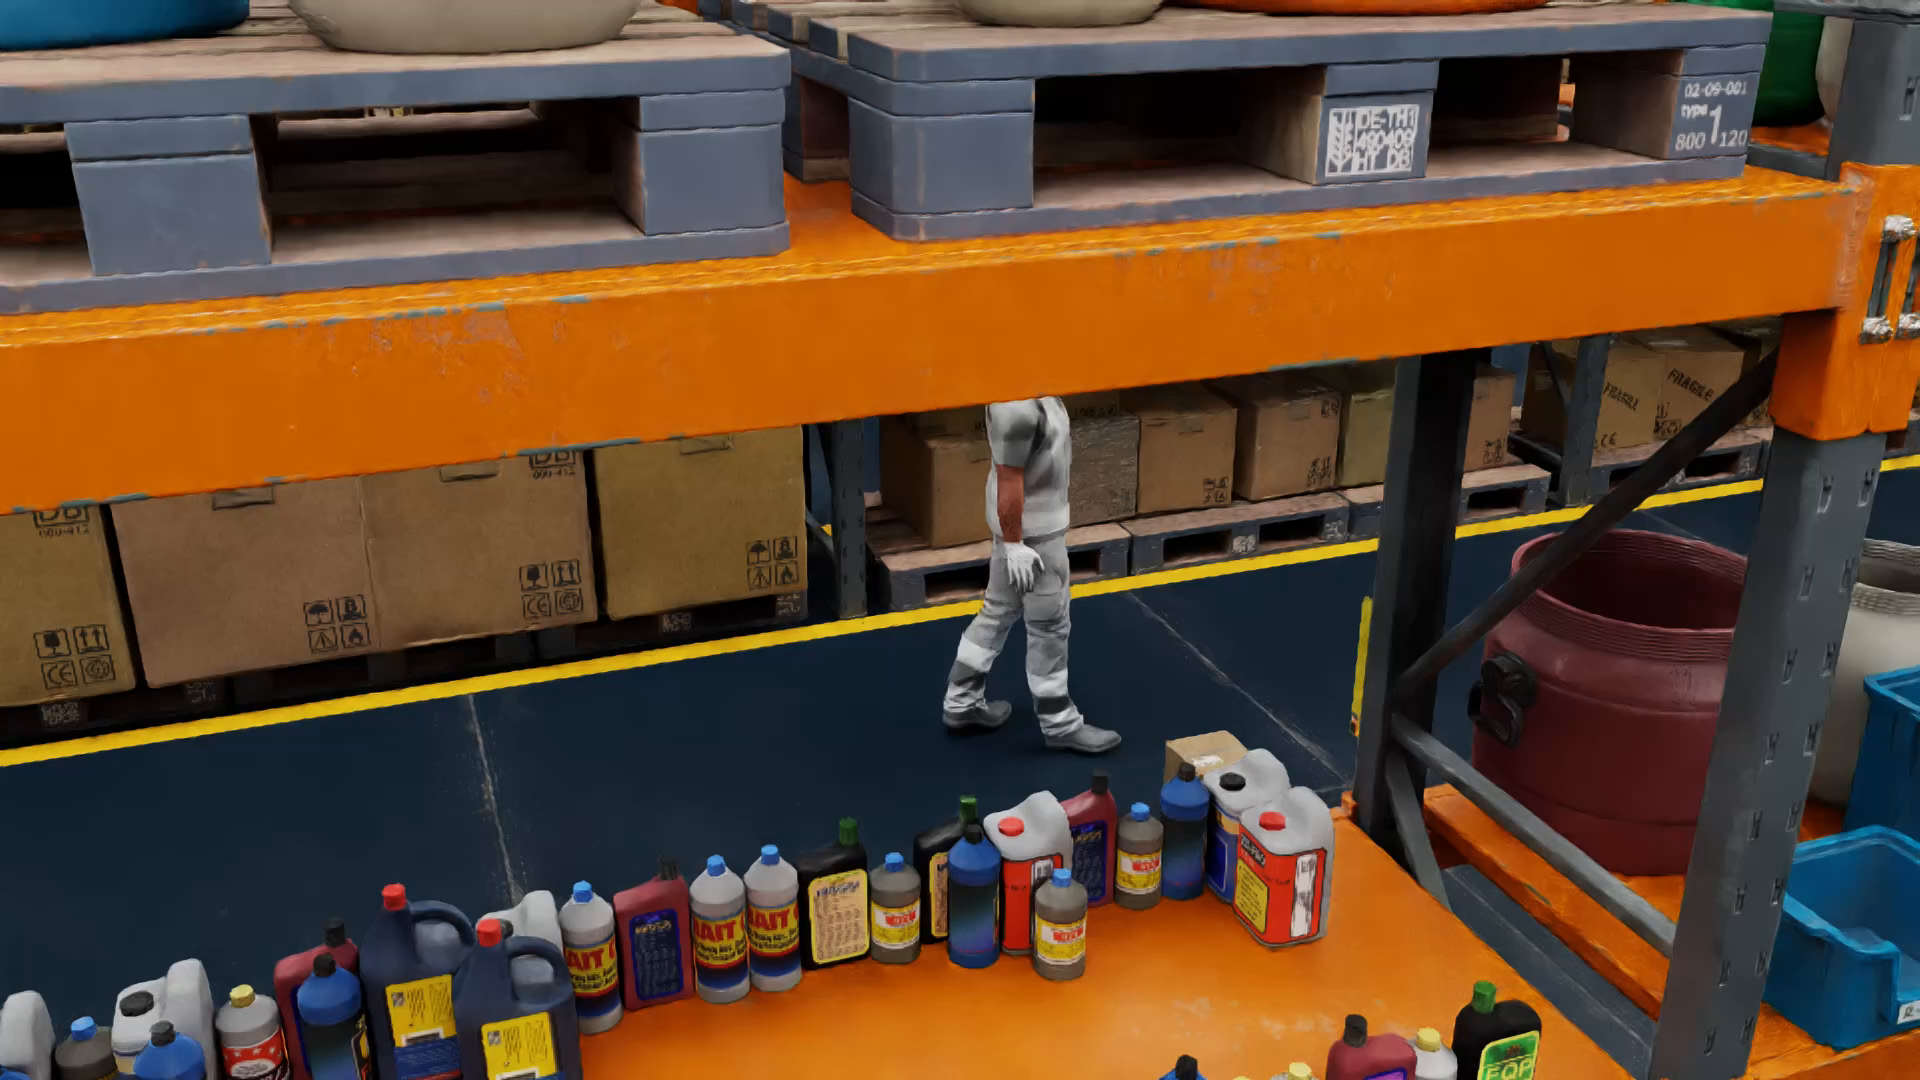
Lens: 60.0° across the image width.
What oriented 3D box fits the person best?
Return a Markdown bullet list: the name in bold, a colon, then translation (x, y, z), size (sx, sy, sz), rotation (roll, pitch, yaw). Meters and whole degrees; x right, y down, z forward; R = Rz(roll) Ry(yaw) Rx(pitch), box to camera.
- **person**: translation (0.275, -0.052, 6.171), size (0.687, 1.792, 0.555), rotation (-1, 22, -2)
